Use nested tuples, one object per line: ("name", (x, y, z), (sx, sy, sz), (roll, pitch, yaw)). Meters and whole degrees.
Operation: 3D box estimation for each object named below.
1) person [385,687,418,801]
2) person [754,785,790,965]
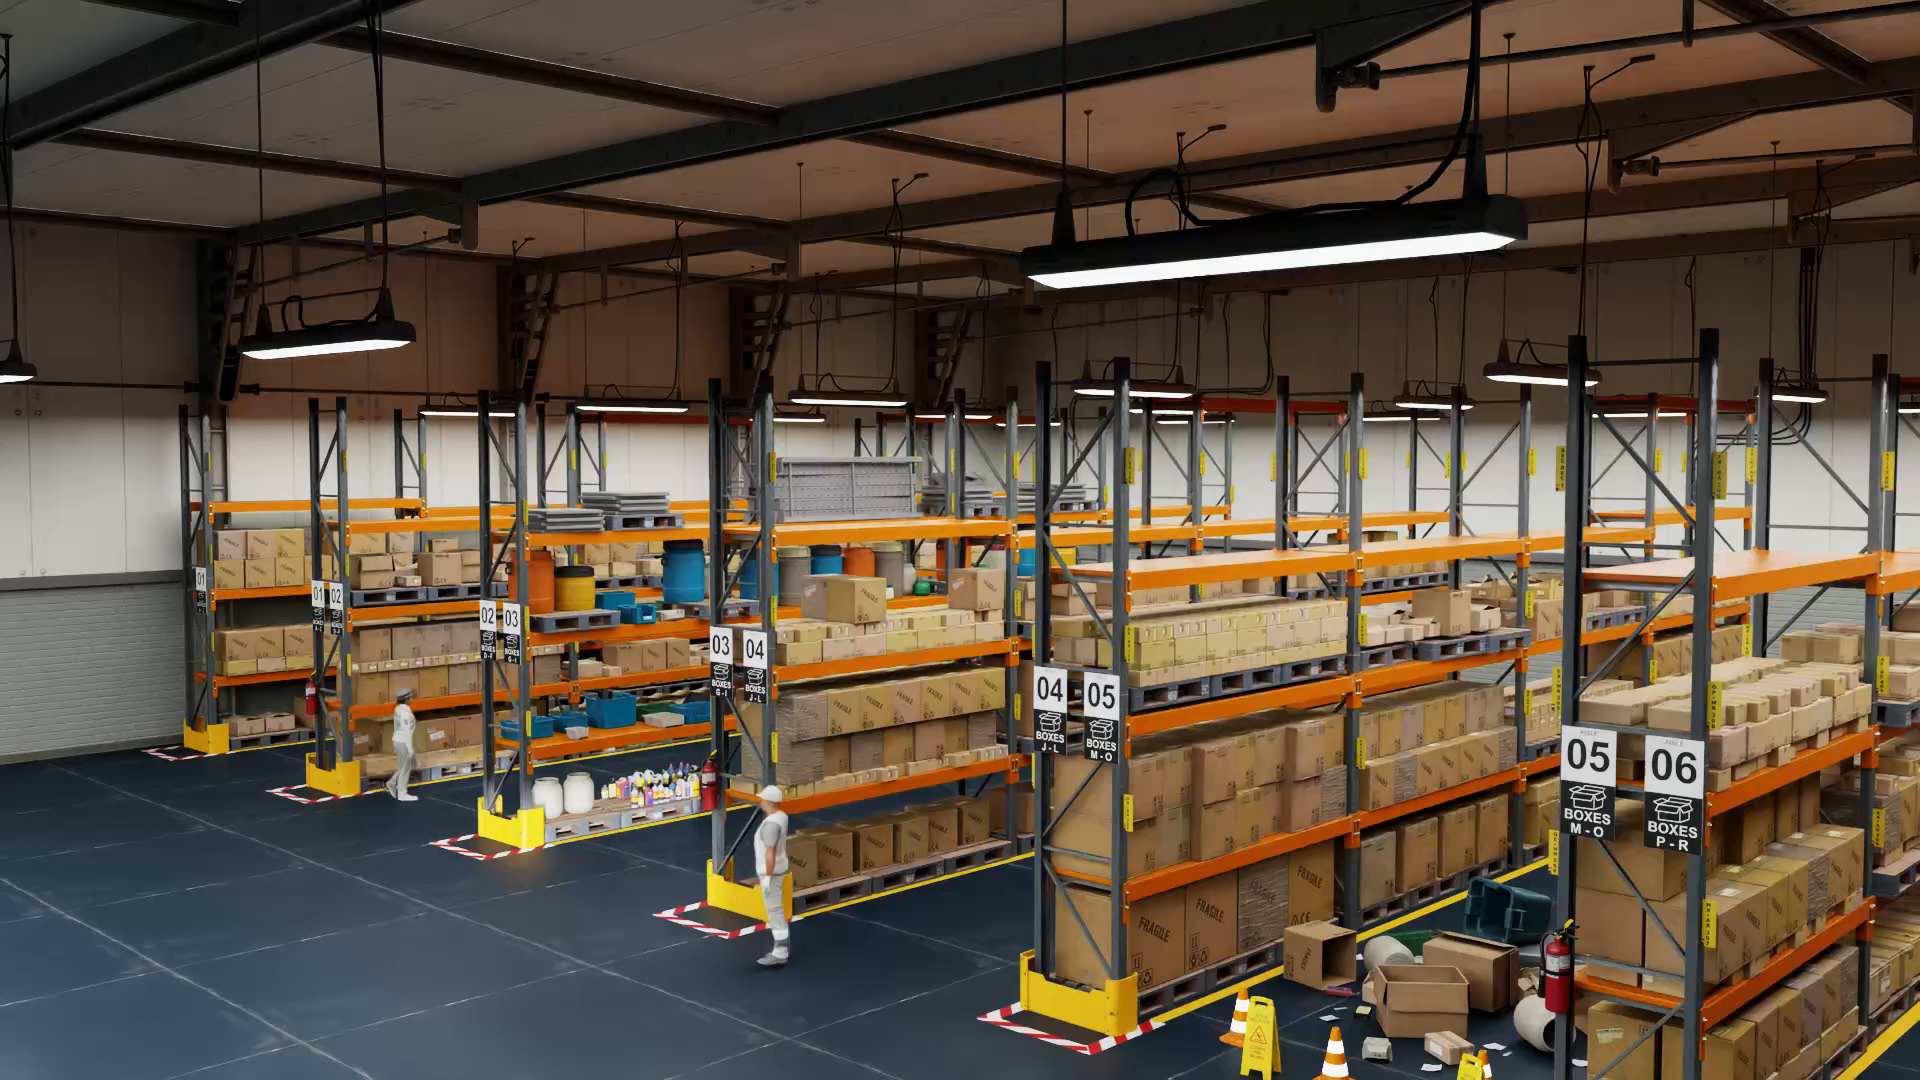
("person", (-8.270, 3.017, 24.588), (0.468, 1.681, 0.503), (-1, 3, -14))
("person", (-1.899, 3.384, 16.788), (0.348, 1.821, 0.654), (0, 3, 0))
